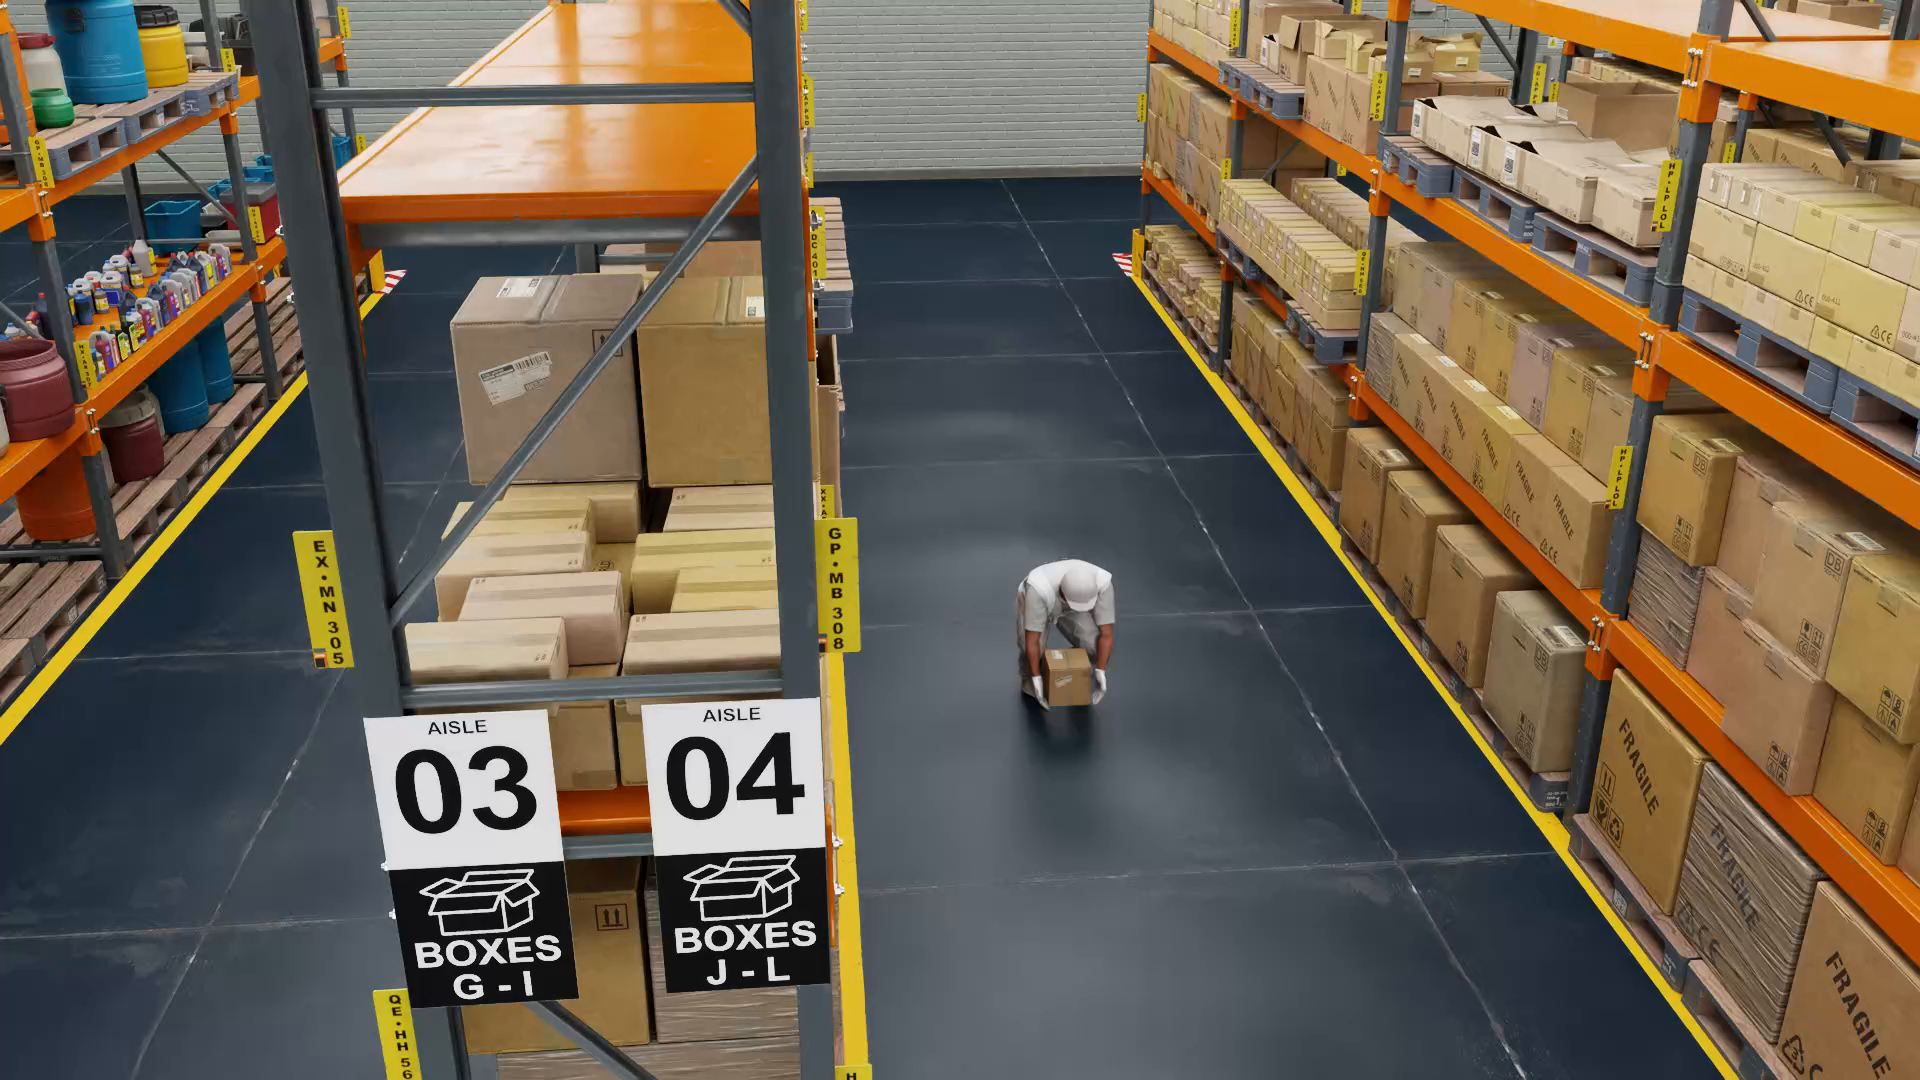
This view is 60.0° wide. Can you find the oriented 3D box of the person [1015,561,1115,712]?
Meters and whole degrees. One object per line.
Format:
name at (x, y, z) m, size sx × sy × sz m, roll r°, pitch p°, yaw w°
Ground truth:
person at (0.630, 0.511, 10.114) m, size 0.576 × 1.005 × 0.916 m, roll -2°, pitch 24°, yaw -5°
